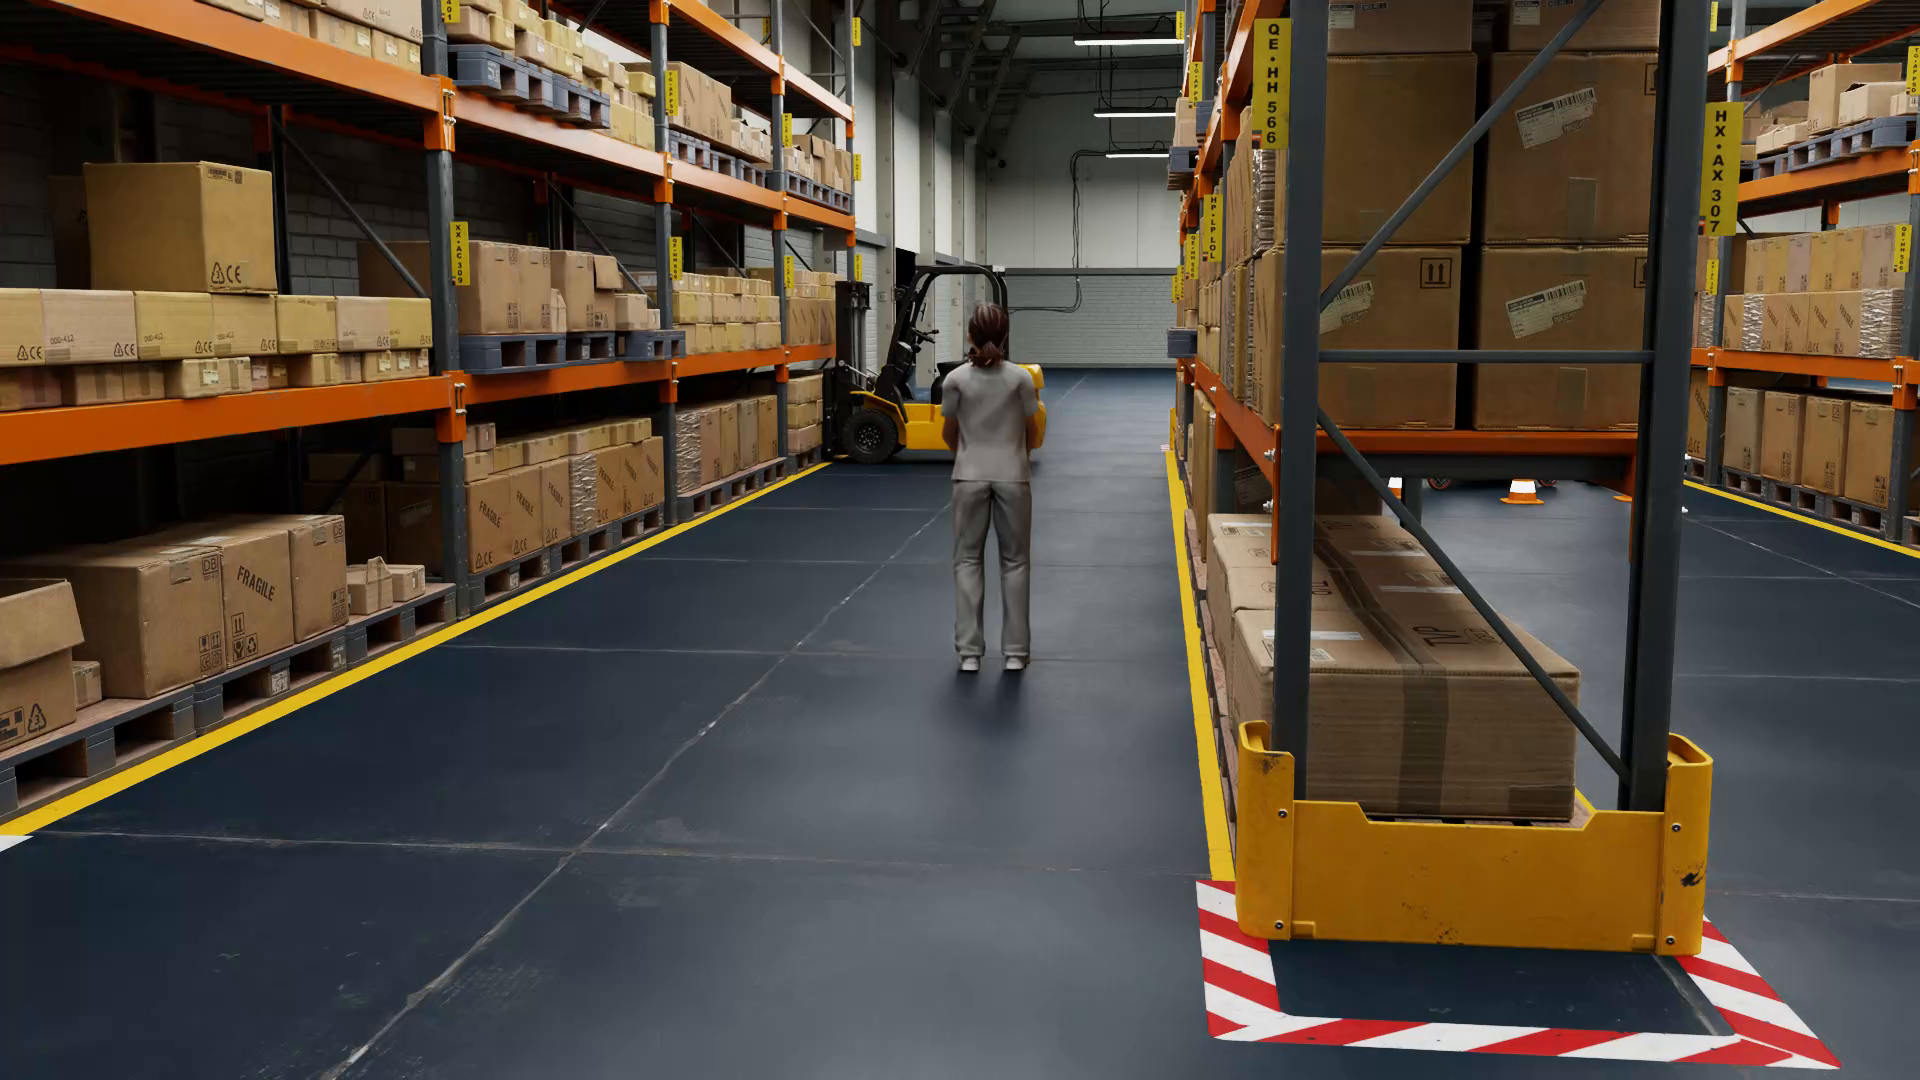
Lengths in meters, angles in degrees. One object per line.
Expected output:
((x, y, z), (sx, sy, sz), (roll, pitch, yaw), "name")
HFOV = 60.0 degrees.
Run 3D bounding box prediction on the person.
((0.134, -0.238, 7.612), (0.444, 1.662, 0.547), (0, 8, 2), "person")
